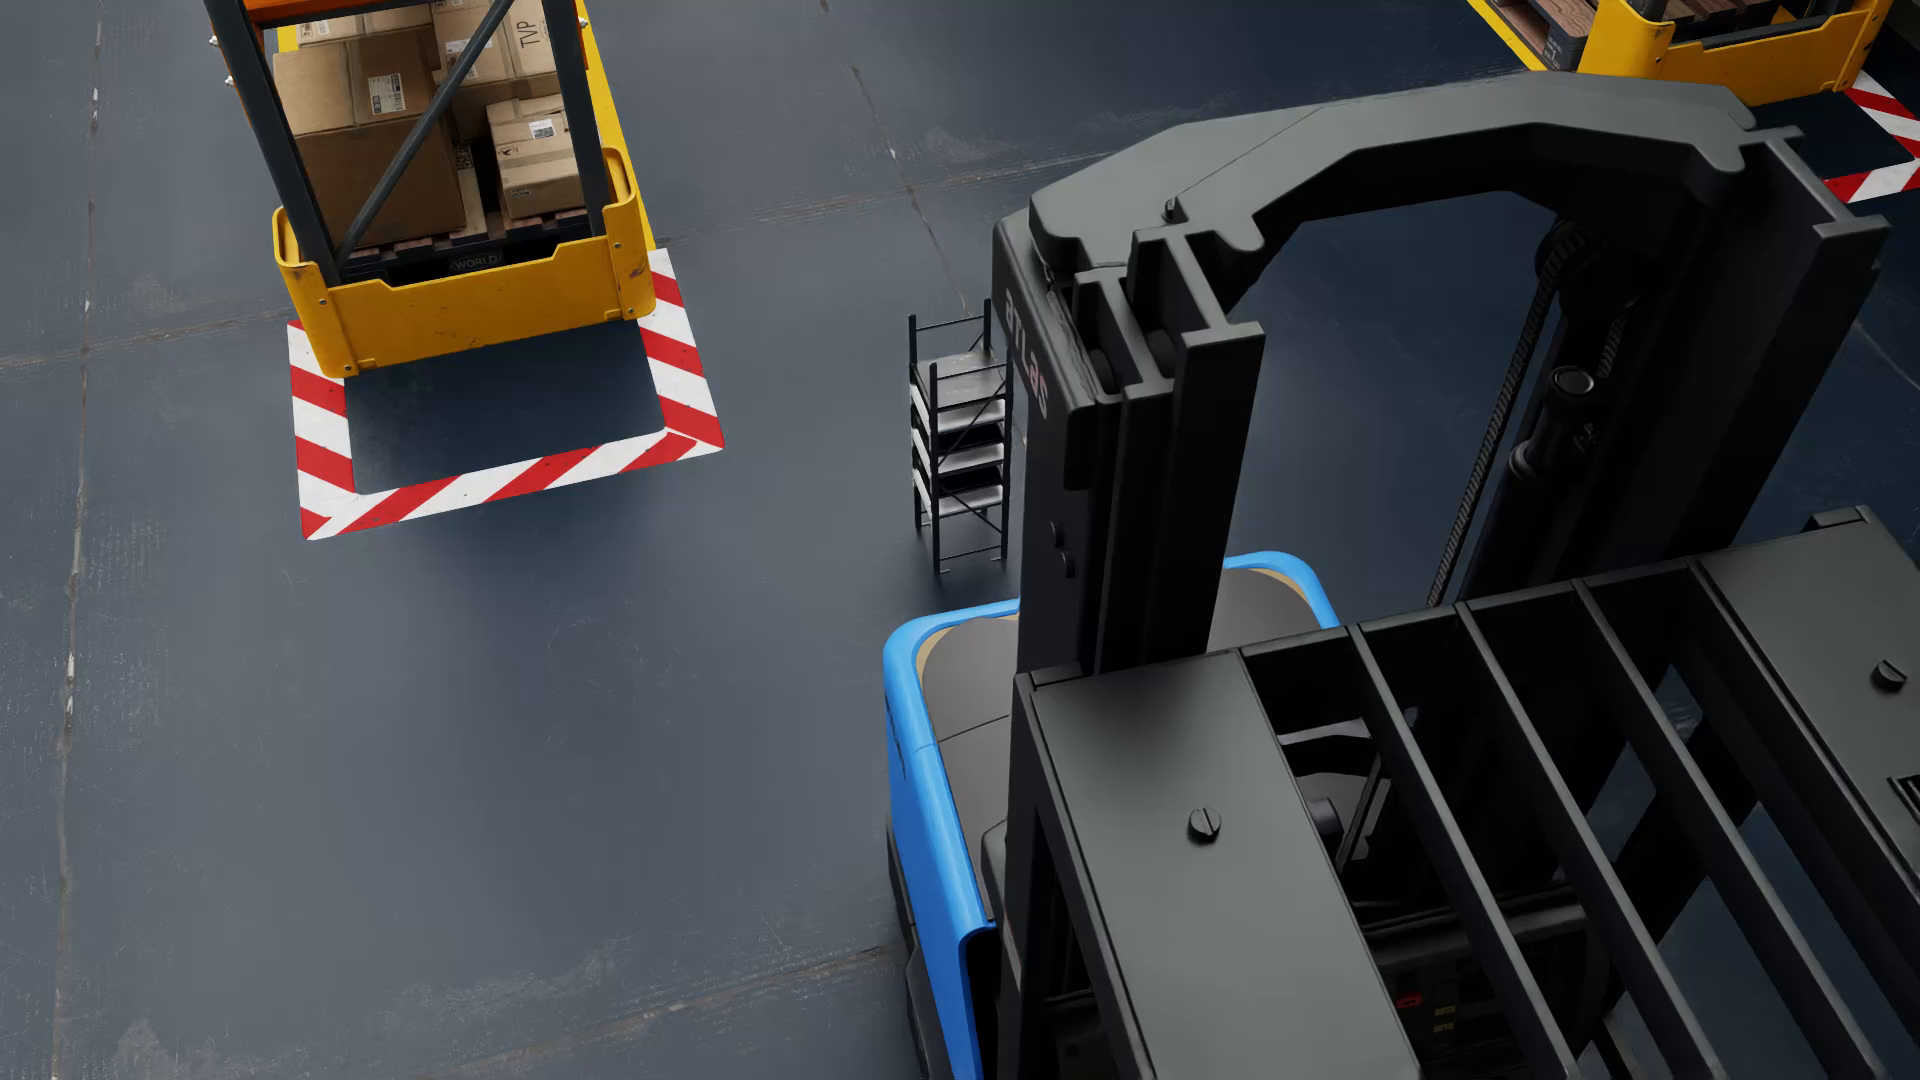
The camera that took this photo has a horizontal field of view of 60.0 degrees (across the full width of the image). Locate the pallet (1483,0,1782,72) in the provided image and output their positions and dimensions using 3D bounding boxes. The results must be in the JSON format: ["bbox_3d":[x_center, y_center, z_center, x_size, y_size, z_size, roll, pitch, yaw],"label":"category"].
[{"bbox_3d":[2.761,-2.501,7.221,1.003,0.211,1.213,-13,51,-11],"label":"pallet"}]

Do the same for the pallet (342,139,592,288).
[{"bbox_3d":[-1.918,-1.450,6.334,1.003,0.211,1.213,-13,51,-11],"label":"pallet"}]

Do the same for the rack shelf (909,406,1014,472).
[{"bbox_3d":[0.002,-0.321,4.858,0.258,0.077,0.200,-13,51,-11],"label":"rack shelf"}]

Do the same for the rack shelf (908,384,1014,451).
[{"bbox_3d":[0.002,-0.379,4.789,0.258,0.077,0.200,-13,51,-11],"label":"rack shelf"}]

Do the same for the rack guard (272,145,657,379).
[{"bbox_3d":[-1.681,-0.961,5.733,1.175,0.500,0.348,-13,51,-11],"label":"rack guard"}]

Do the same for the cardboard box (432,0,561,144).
[{"bbox_3d":[-1.696,-1.793,6.310,0.500,0.250,0.500,-13,51,-11],"label":"cardboard box"}]

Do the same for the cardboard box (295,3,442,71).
[{"bbox_3d":[-2.307,-2.009,6.492,0.500,0.250,0.500,-13,51,-11],"label":"cardboard box"}]

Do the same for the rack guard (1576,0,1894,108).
[{"bbox_3d":[3.079,-2.011,6.618,1.175,0.500,0.348,-13,51,-11],"label":"rack guard"}]

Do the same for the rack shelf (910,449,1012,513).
[{"bbox_3d":[0.002,-0.205,4.995,0.258,0.077,0.200,-13,51,-11],"label":"rack shelf"}]

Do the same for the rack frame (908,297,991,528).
[{"bbox_3d":[-0.028,-0.358,4.964,0.240,0.900,0.006,-13,51,-11],"label":"rack frame"}]

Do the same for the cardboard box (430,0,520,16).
[{"bbox_3d":[-1.844,-2.158,6.618,0.500,0.250,0.500,-13,51,-11],"label":"cardboard box"}]

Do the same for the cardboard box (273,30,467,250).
[{"bbox_3d":[-2.055,-1.389,5.806,0.500,0.500,0.500,-13,51,-11],"label":"cardboard box"}]

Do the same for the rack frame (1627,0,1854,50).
[{"bbox_3d":[3.072,-2.834,5.677,1.000,3.000,0.127,-13,51,-11],"label":"rack frame"}]

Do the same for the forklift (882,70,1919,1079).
[{"bbox_3d":[0.658,0.942,2.539,1.130,2.935,3.031,-11,51,-9],"label":"forklift"}]

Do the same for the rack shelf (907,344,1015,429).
[{"bbox_3d":[0.002,-0.437,4.720,0.258,0.077,0.200,-13,51,-11],"label":"rack shelf"}]

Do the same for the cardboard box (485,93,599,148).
[{"bbox_3d":[-1.528,-1.506,6.123,0.380,0.166,0.250,-13,51,-11],"label":"cardboard box"}]

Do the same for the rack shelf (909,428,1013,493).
[{"bbox_3d":[0.002,-0.263,4.926,0.258,0.077,0.200,-13,51,-11],"label":"rack shelf"}]

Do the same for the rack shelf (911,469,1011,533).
[{"bbox_3d":[0.002,-0.147,5.064,0.258,0.077,0.200,-13,51,-11],"label":"rack shelf"}]

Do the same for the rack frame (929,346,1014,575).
[{"bbox_3d":[0.032,-0.210,4.838,0.240,0.900,0.006,-13,51,-11],"label":"rack frame"}]

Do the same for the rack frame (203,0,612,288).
[{"bbox_3d":[-1.659,-1.711,4.731,1.000,3.000,0.127,-13,51,-11],"label":"rack frame"}]

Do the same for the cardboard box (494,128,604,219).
[{"bbox_3d":[-1.454,-1.318,5.976,0.380,0.149,0.250,-13,51,-11],"label":"cardboard box"}]

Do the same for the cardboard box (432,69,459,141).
[{"bbox_3d":[-2.089,-1.597,6.200,0.380,0.166,0.250,-13,51,-11],"label":"cardboard box"}]

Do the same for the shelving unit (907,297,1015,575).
[{"bbox_3d":[0.002,-0.284,4.901,0.258,0.900,0.210,-13,51,-11],"label":"shelving unit"}]

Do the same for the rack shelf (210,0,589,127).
[{"bbox_3d":[-2.250,-2.940,6.237,1.077,0.370,4.000,-13,51,-11],"label":"rack shelf"}]
